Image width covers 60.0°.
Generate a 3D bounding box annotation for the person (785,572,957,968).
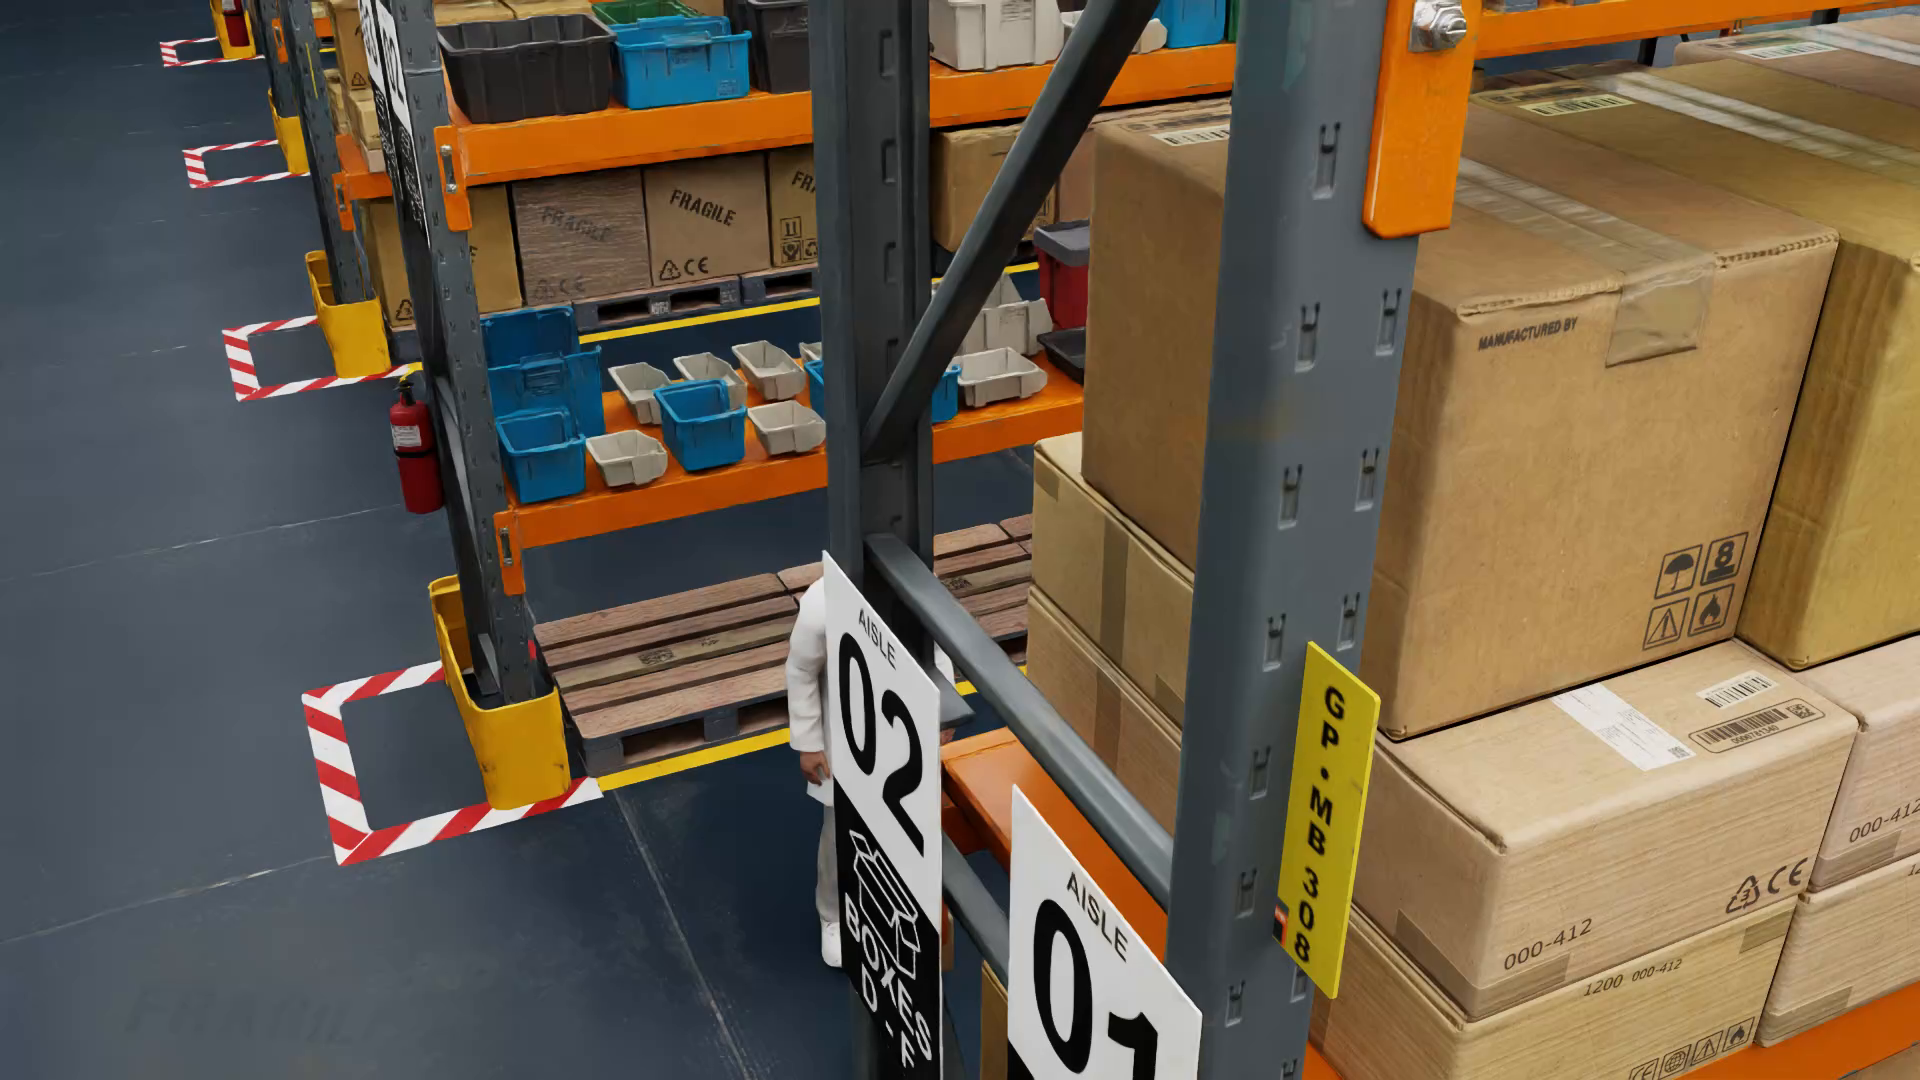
[{"bbox_3d":[-0.301,0.673,5.929,0.644,1.774,0.419,-13,32,-22],"label":"person"}]
